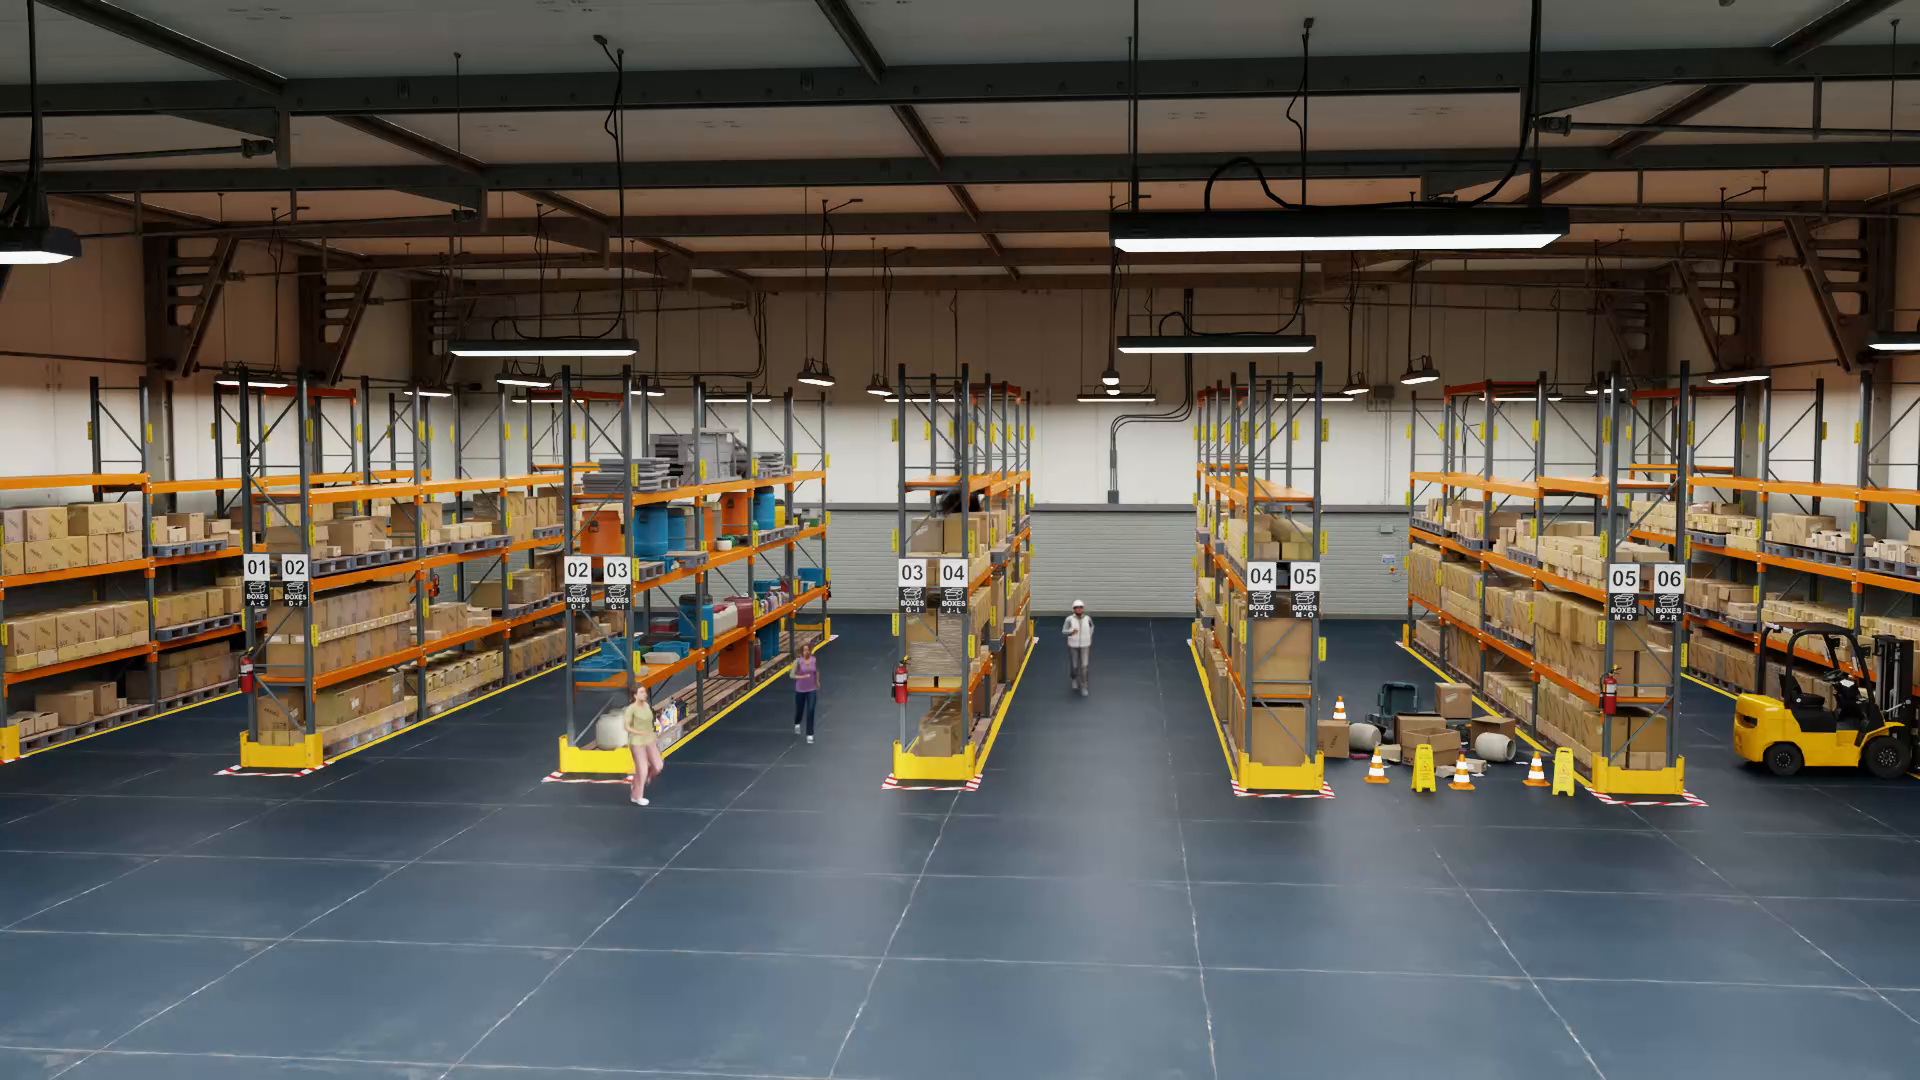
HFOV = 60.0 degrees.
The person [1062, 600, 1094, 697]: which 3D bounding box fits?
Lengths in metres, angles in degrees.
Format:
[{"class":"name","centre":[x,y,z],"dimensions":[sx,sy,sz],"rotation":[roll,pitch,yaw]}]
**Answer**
[{"class":"person","centre":[2.275,2.047,31.905],"dimensions":[0.653,1.793,0.902],"rotation":[0,4,-3]}]

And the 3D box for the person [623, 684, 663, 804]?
[{"class":"person","centre":[-4.278,2.771,22.422],"dimensions":[0.540,1.589,0.574],"rotation":[3,4,34]}]

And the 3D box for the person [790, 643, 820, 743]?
[{"class":"person","centre":[-2.509,2.451,26.970],"dimensions":[0.537,1.586,0.851],"rotation":[-1,4,-18]}]
